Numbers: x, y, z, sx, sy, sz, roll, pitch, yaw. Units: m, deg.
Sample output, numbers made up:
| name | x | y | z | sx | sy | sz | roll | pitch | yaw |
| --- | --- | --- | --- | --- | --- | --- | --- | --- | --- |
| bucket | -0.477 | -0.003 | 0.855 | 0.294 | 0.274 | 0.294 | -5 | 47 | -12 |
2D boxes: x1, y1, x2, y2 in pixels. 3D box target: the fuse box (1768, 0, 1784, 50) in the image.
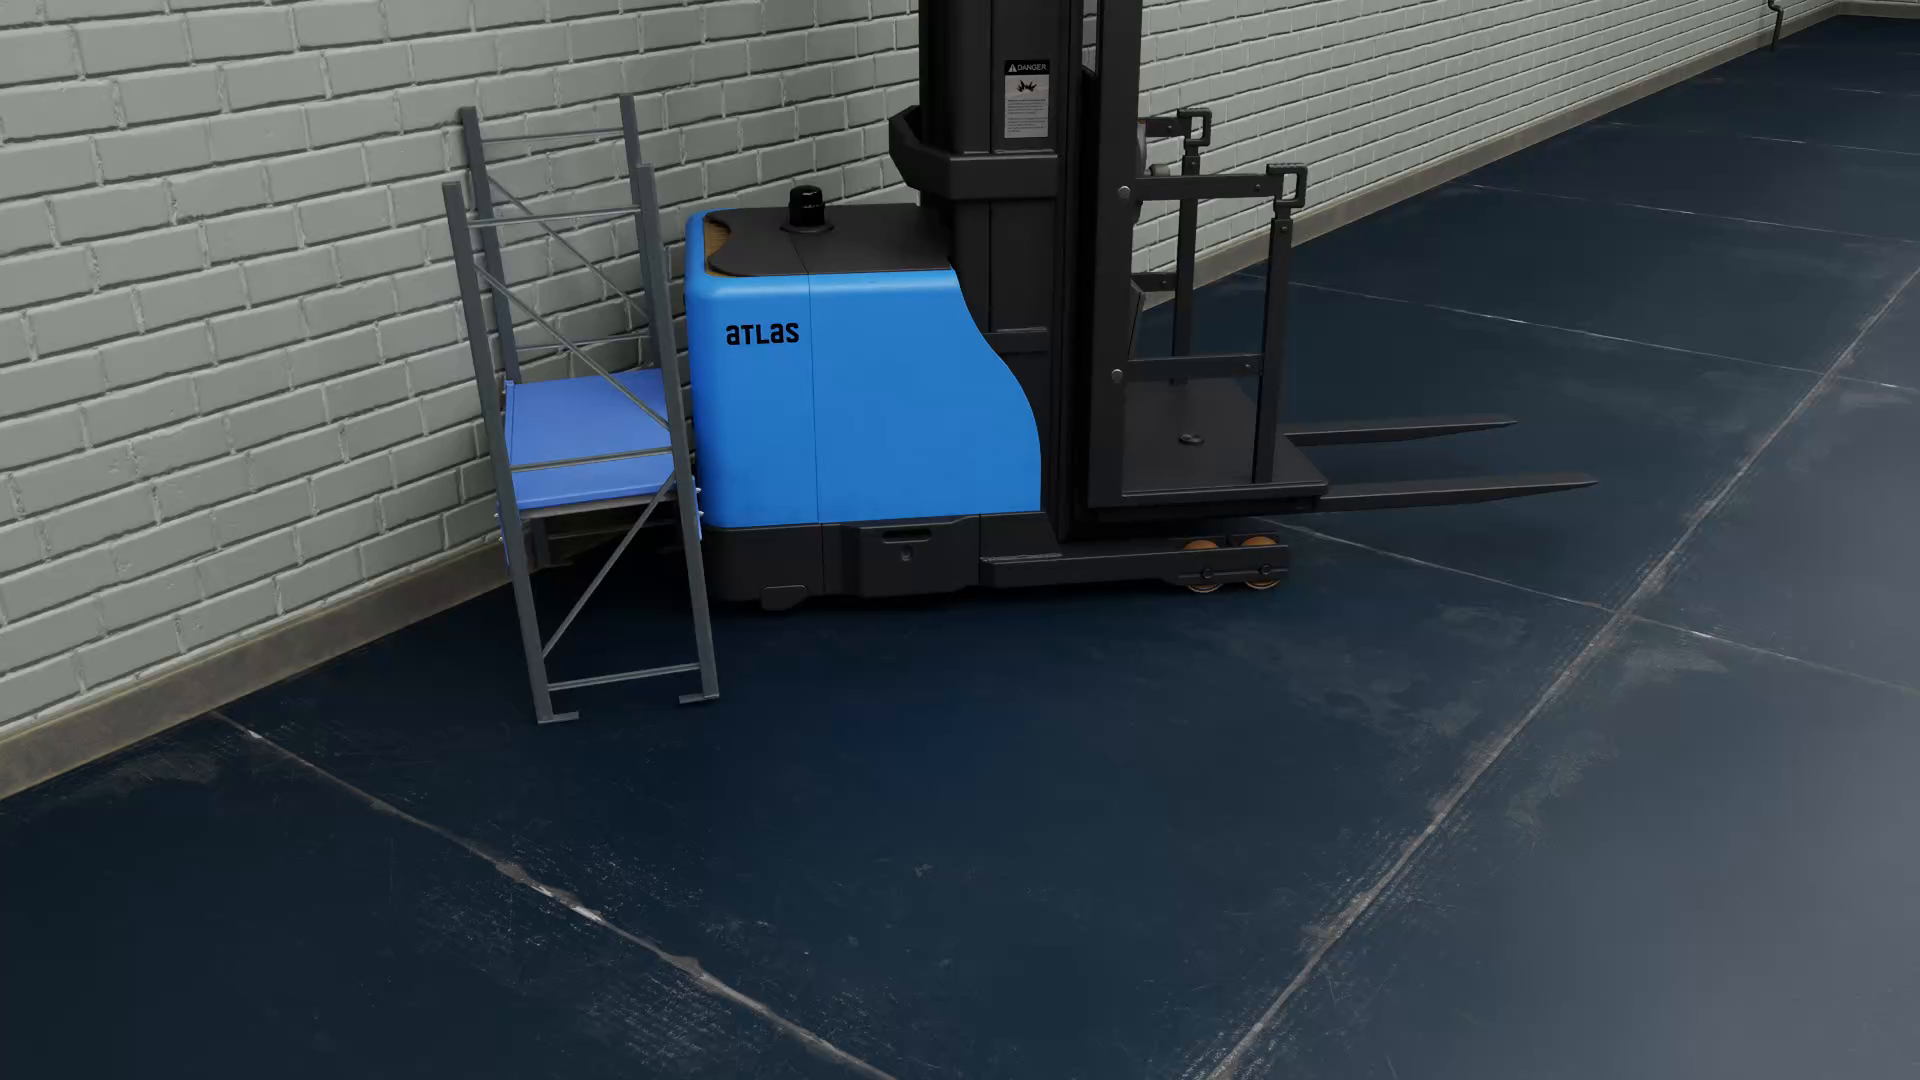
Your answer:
| name | x | y | z | sx | sy | sz | roll | pitch | yaw |
| --- | --- | --- | --- | --- | --- | --- | --- | --- | --- |
| fuse box | 8.551 | -5.916 | 17.055 | 0.414 | 1.711 | 0.539 | 17 | 29 | 33 |

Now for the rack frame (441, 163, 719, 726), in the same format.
| name | x | y | z | sx | sy | sz | roll | pitch | yaw |
| --- | --- | --- | --- | --- | --- | --- | --- | --- | --- |
| rack frame | -0.958 | -0.206 | 4.328 | 0.500 | 1.500 | 0.032 | -8 | 26 | -10 |

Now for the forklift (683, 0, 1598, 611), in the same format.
| name | x | y | z | sx | sy | sz | roll | pitch | yaw |
| --- | --- | --- | --- | --- | --- | --- | --- | --- | --- |
| forklift | 0.623 | -1.379 | 5.244 | 3.031 | 2.935 | 1.130 | -3 | 24 | -8 |

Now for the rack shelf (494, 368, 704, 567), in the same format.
| name | x | y | z | sx | sy | sz | roll | pitch | yaw |
| --- | --- | --- | --- | --- | --- | --- | --- | --- | --- |
| rack shelf | -1.063 | -0.250 | 4.855 | 0.538 | 0.185 | 1.000 | -8 | 26 | -10 |

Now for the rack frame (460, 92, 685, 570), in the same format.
| name | x | y | z | sx | sy | sz | roll | pitch | yaw |
| --- | --- | --- | --- | --- | --- | --- | --- | --- | --- |
| rack frame | -1.184 | -0.620 | 5.228 | 0.500 | 1.500 | 0.032 | -8 | 26 | -10 |

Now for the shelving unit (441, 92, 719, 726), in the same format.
| name | x | y | z | sx | sy | sz | roll | pitch | yaw |
| --- | --- | --- | --- | --- | --- | --- | --- | --- | --- |
| shelving unit | -1.071 | -0.413 | 4.778 | 0.538 | 1.500 | 1.048 | -8 | 26 | -10 |
